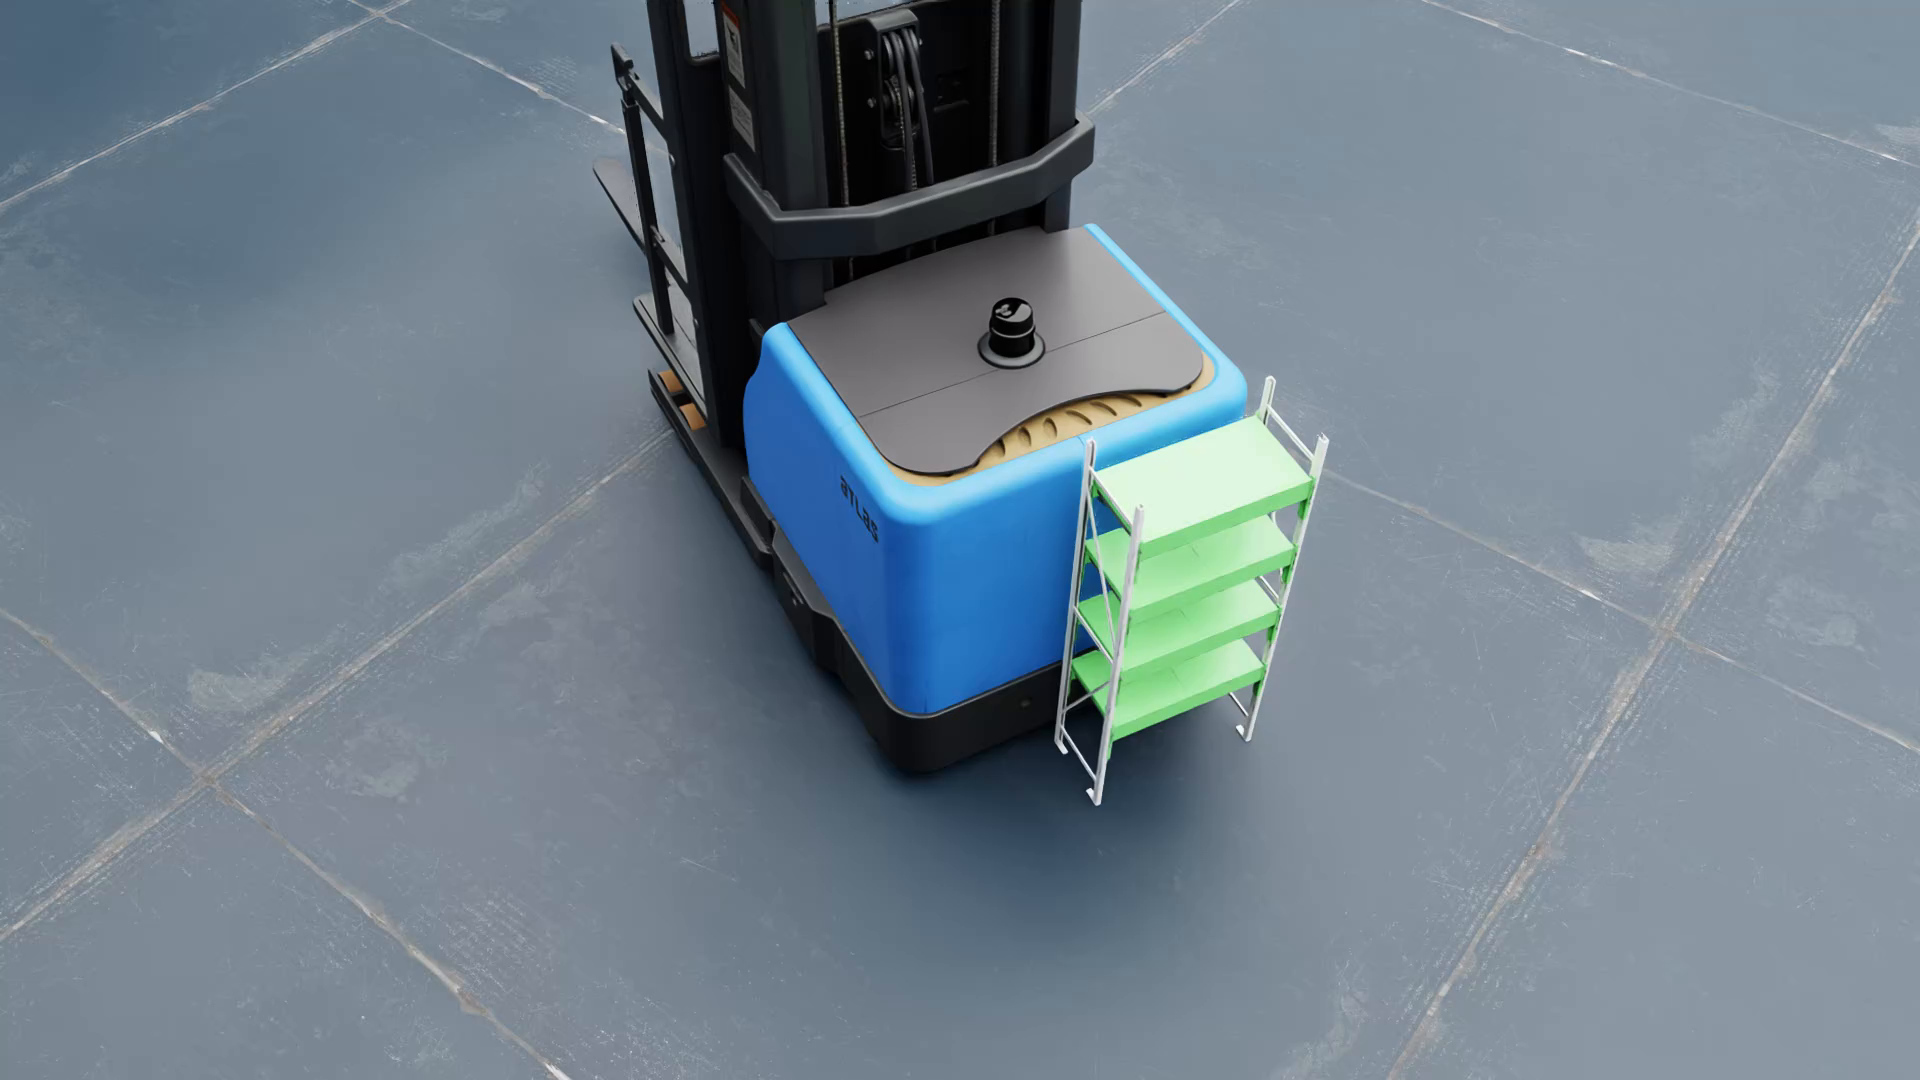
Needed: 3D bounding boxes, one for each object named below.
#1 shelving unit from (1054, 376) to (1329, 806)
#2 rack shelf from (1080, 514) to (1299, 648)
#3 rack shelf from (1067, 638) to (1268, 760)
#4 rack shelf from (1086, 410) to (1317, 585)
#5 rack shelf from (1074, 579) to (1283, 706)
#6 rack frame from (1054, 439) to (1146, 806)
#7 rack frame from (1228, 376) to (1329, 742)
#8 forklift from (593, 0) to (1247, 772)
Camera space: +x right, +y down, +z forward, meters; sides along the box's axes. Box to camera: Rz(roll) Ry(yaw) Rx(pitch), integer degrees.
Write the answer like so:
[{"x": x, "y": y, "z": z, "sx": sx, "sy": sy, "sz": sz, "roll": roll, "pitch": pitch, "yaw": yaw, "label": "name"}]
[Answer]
[{"x": 0.555, "y": 0.170, "z": 4.250, "sx": 0.503, "sy": 1.200, "sz": 0.258, "roll": -20, "pitch": 52, "yaw": -18, "label": "shelving unit"}, {"x": 0.559, "y": 0.053, "z": 4.118, "sx": 0.480, "sy": 0.148, "sz": 0.258, "roll": -20, "pitch": 52, "yaw": -18, "label": "rack shelf"}, {"x": 0.550, "y": 0.371, "z": 4.478, "sx": 0.480, "sy": 0.148, "sz": 0.258, "roll": -20, "pitch": 52, "yaw": -18, "label": "rack shelf"}, {"x": 0.564, "y": -0.105, "z": 3.938, "sx": 0.480, "sy": 0.148, "sz": 0.258, "roll": -20, "pitch": 52, "yaw": -18, "label": "rack shelf"}, {"x": 0.554, "y": 0.212, "z": 4.298, "sx": 0.480, "sy": 0.148, "sz": 0.258, "roll": -20, "pitch": 52, "yaw": -18, "label": "rack shelf"}, {"x": 0.337, "y": 0.248, "z": 4.175, "sx": 0.015, "sy": 1.200, "sz": 0.240, "roll": -20, "pitch": 52, "yaw": -18, "label": "rack frame"}, {"x": 0.774, "y": 0.091, "z": 4.325, "sx": 0.015, "sy": 1.200, "sz": 0.240, "roll": -20, "pitch": 52, "yaw": -18, "label": "rack frame"}, {"x": -0.392, "y": -1.446, "z": 4.605, "sx": 1.130, "sy": 2.935, "sz": 3.031, "roll": -21, "pitch": 50, "yaw": -19, "label": "forklift"}]
